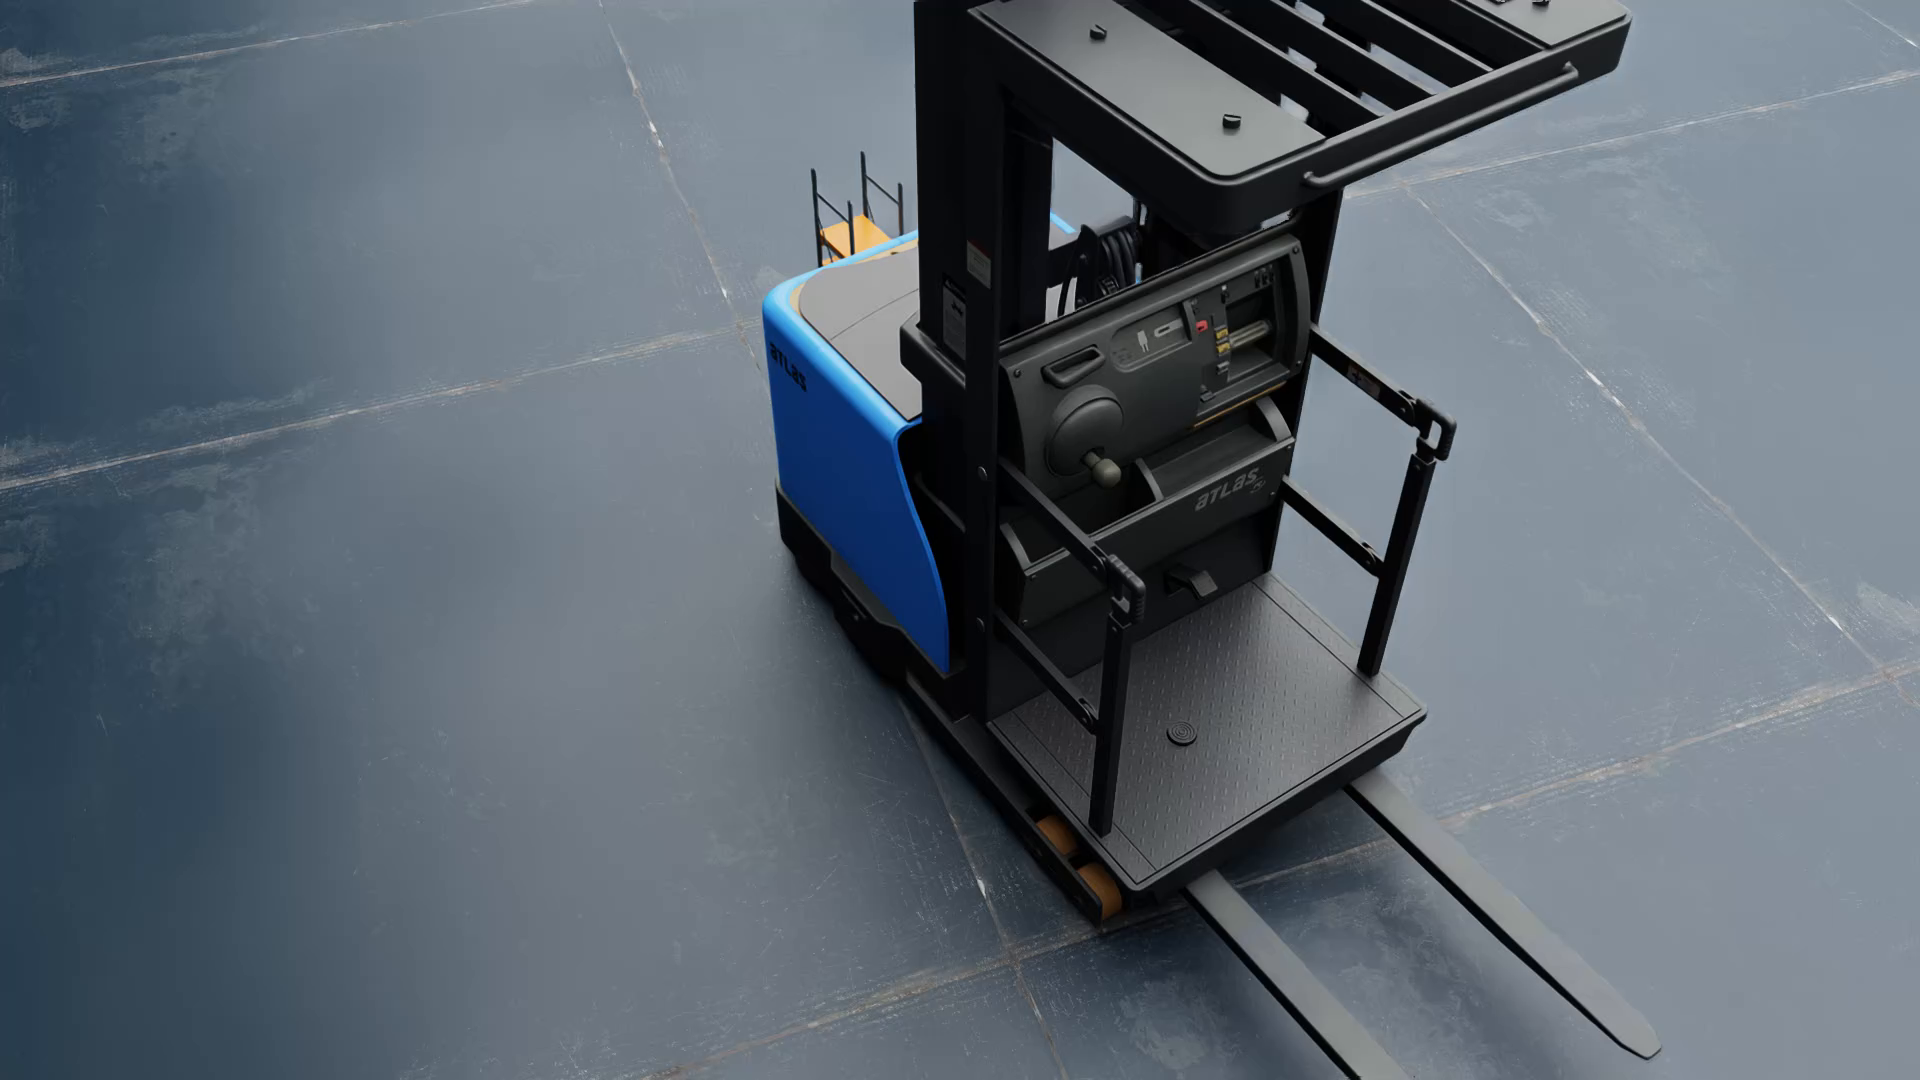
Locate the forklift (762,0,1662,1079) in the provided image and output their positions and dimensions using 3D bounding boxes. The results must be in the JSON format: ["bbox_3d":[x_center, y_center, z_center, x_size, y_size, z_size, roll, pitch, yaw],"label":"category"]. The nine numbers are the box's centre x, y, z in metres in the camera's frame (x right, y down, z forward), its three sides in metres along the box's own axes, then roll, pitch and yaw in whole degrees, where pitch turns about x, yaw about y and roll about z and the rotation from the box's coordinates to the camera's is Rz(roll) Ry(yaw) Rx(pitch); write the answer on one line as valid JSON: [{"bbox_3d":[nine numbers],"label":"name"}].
[{"bbox_3d":[0.633,-0.357,4.036,1.130,2.935,3.031,-26,51,-23],"label":"forklift"}]

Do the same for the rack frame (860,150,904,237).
[{"bbox_3d":[-0.247,-0.747,5.647,0.006,1.200,0.240,-26,50,-23],"label":"rack frame"}]

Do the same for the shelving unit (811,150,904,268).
[{"bbox_3d":[-0.322,-0.711,5.611,0.189,1.200,0.258,-26,50,-23],"label":"shelving unit"}]

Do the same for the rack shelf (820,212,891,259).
[{"bbox_3d":[-0.323,-0.934,5.388,0.180,0.103,0.258,-26,50,-23],"label":"rack shelf"}]

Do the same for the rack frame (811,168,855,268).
[{"bbox_3d":[-0.398,-0.674,5.574,0.006,1.200,0.240,-26,50,-23],"label":"rack frame"}]

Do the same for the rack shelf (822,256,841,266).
[{"bbox_3d":[-0.323,-0.849,5.473,0.180,0.103,0.258,-26,50,-23],"label":"rack shelf"}]
